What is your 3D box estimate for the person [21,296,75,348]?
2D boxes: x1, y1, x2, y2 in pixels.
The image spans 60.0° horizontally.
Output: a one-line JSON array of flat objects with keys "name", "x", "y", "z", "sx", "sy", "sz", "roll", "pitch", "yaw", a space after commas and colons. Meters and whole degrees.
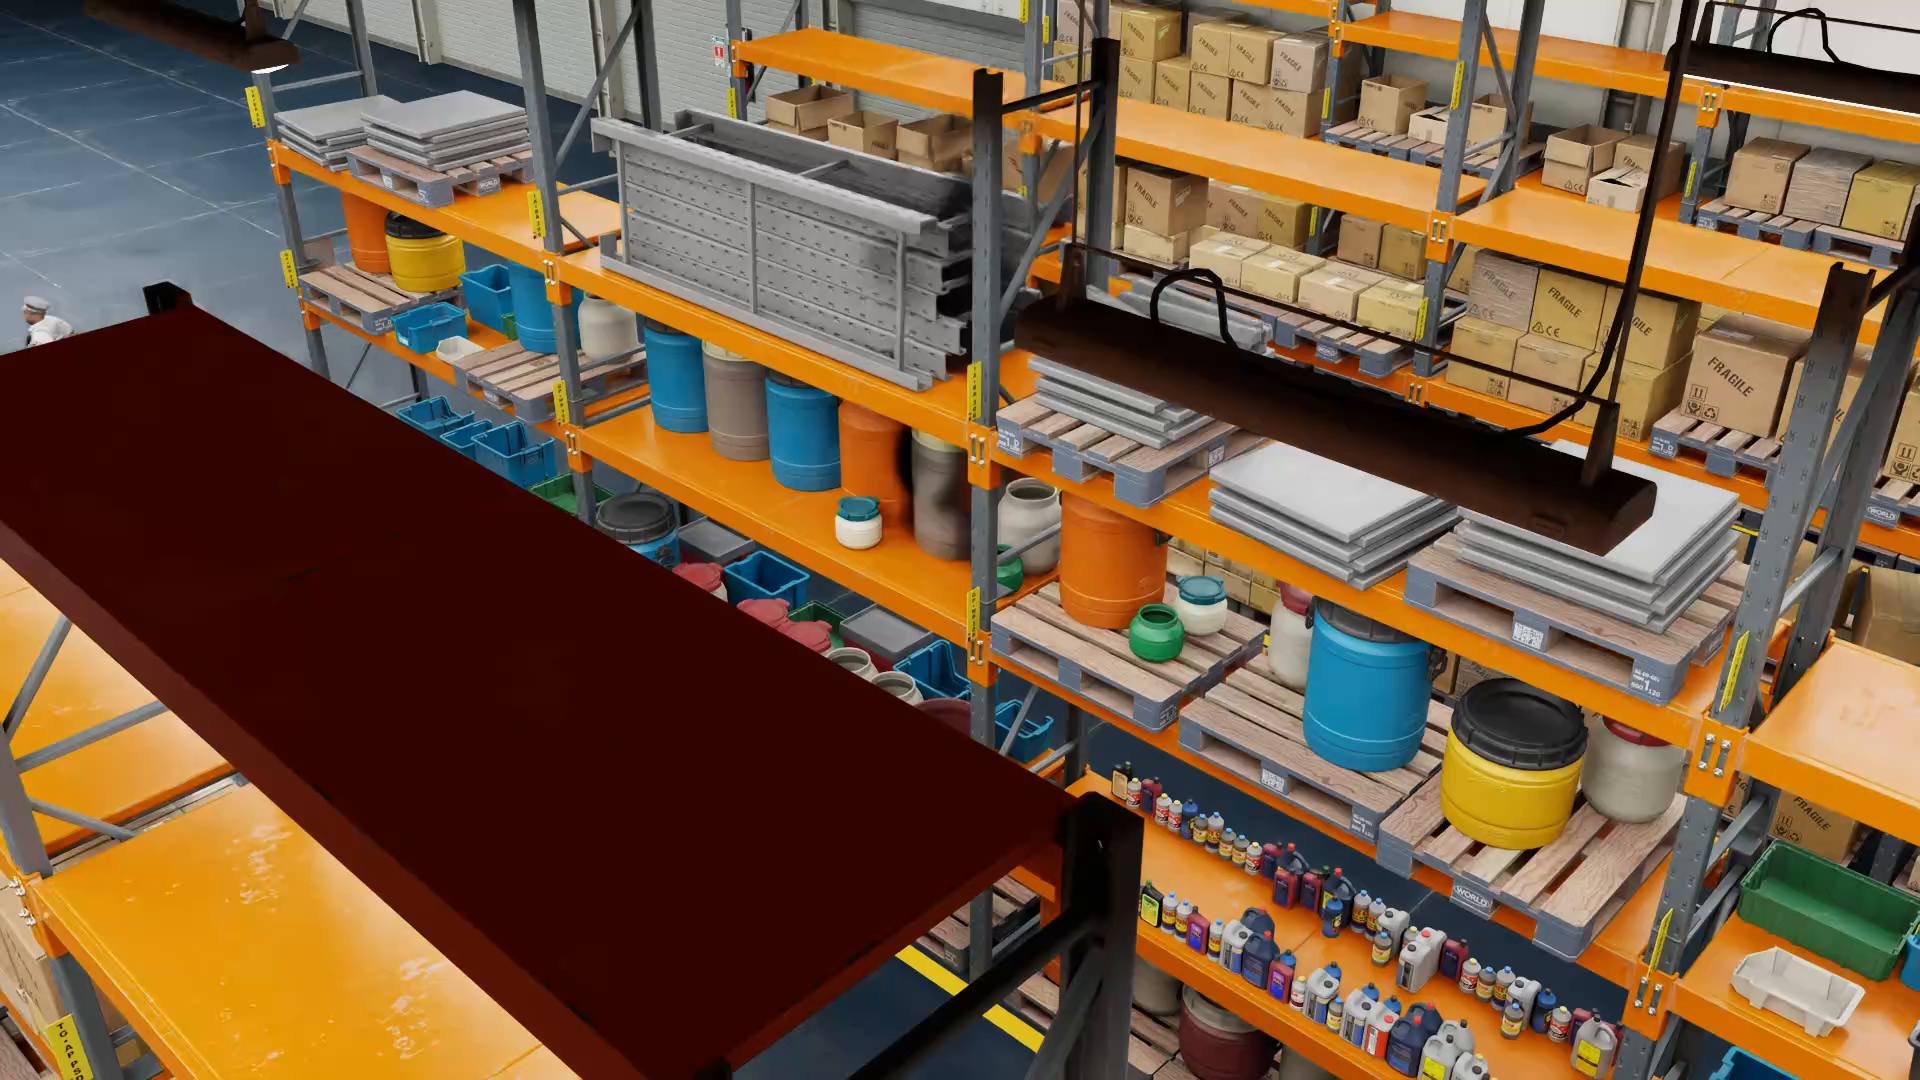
[{"name": "person", "x": -9.593, "y": -1.738, "z": 17.539, "sx": 0.617, "sy": 1.756, "sz": 0.667, "roll": -11, "pitch": 31, "yaw": -18}]
